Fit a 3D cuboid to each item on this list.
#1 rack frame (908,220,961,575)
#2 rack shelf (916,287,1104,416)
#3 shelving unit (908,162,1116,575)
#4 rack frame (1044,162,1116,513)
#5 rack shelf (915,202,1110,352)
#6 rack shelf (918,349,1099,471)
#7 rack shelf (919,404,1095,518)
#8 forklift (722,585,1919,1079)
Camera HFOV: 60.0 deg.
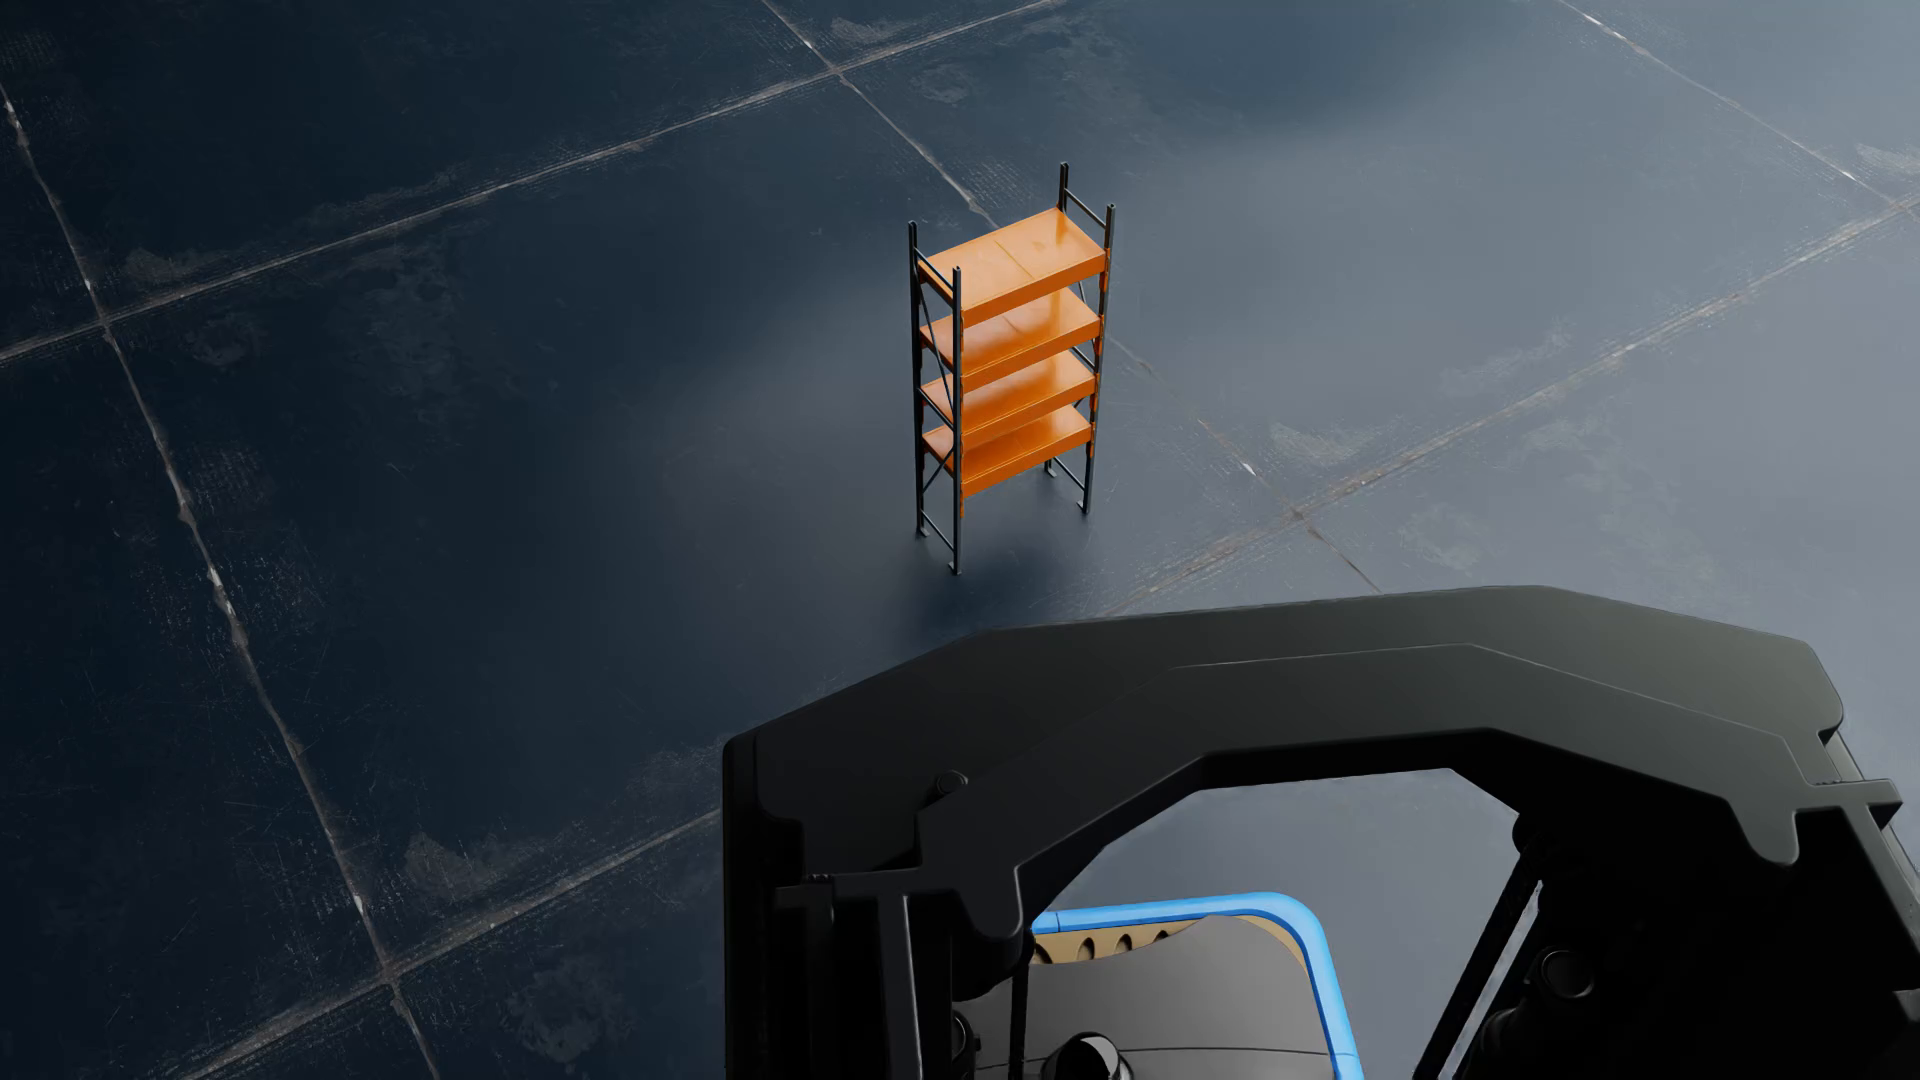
[{"bbox_3d":[-0.066,-0.368,4.774,0.015,1.200,0.240,-25,53,-21],"label":"rack frame"},{"bbox_3d":[0.140,-0.569,4.744,0.480,0.148,0.258,-25,53,-21],"label":"rack shelf"},{"bbox_3d":[0.140,-0.465,4.861,0.503,1.200,0.258,-25,53,-21],"label":"shelving unit"},{"bbox_3d":[0.346,-0.562,4.947,0.015,1.200,0.240,-25,53,-21],"label":"rack frame"},{"bbox_3d":[0.140,-0.726,4.567,0.480,0.148,0.258,-25,53,-21],"label":"rack shelf"},{"bbox_3d":[0.140,-0.420,4.911,0.480,0.148,0.258,-25,53,-21],"label":"rack shelf"},{"bbox_3d":[0.140,-0.288,5.059,0.480,0.148,0.258,-25,53,-21],"label":"rack shelf"},{"bbox_3d":[0.338,1.550,1.907,1.130,2.935,3.031,-4,48,-4],"label":"forklift"}]
